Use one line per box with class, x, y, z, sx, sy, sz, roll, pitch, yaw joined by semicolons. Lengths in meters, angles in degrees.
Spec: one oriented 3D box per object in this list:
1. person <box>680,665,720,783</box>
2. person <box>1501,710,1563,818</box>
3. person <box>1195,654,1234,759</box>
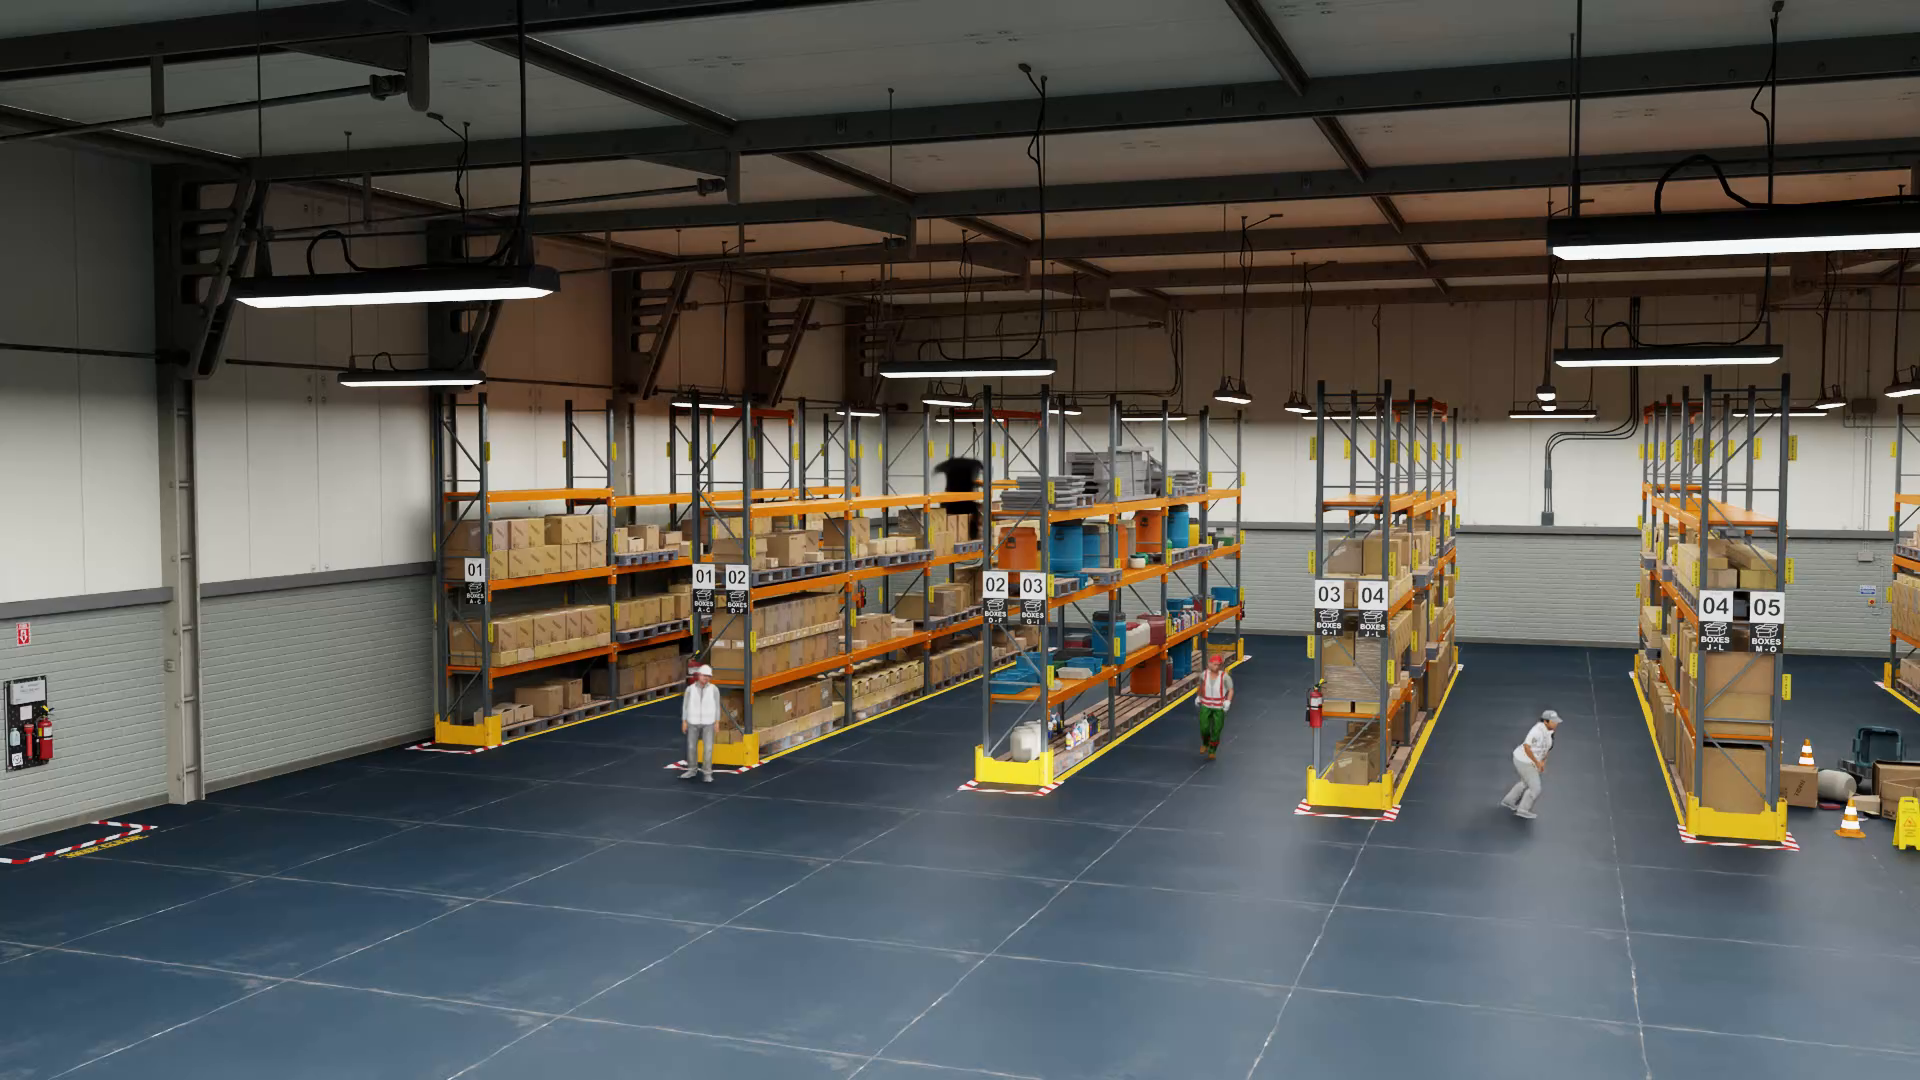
person;-3.950;2.779;25.268;0.614;1.767;0.484;0;3;-7
person;7.807;3.042;22.739;0.900;1.523;0.650;2;4;36
person;4.080;2.669;26.783;0.647;1.676;0.816;1;3;13
